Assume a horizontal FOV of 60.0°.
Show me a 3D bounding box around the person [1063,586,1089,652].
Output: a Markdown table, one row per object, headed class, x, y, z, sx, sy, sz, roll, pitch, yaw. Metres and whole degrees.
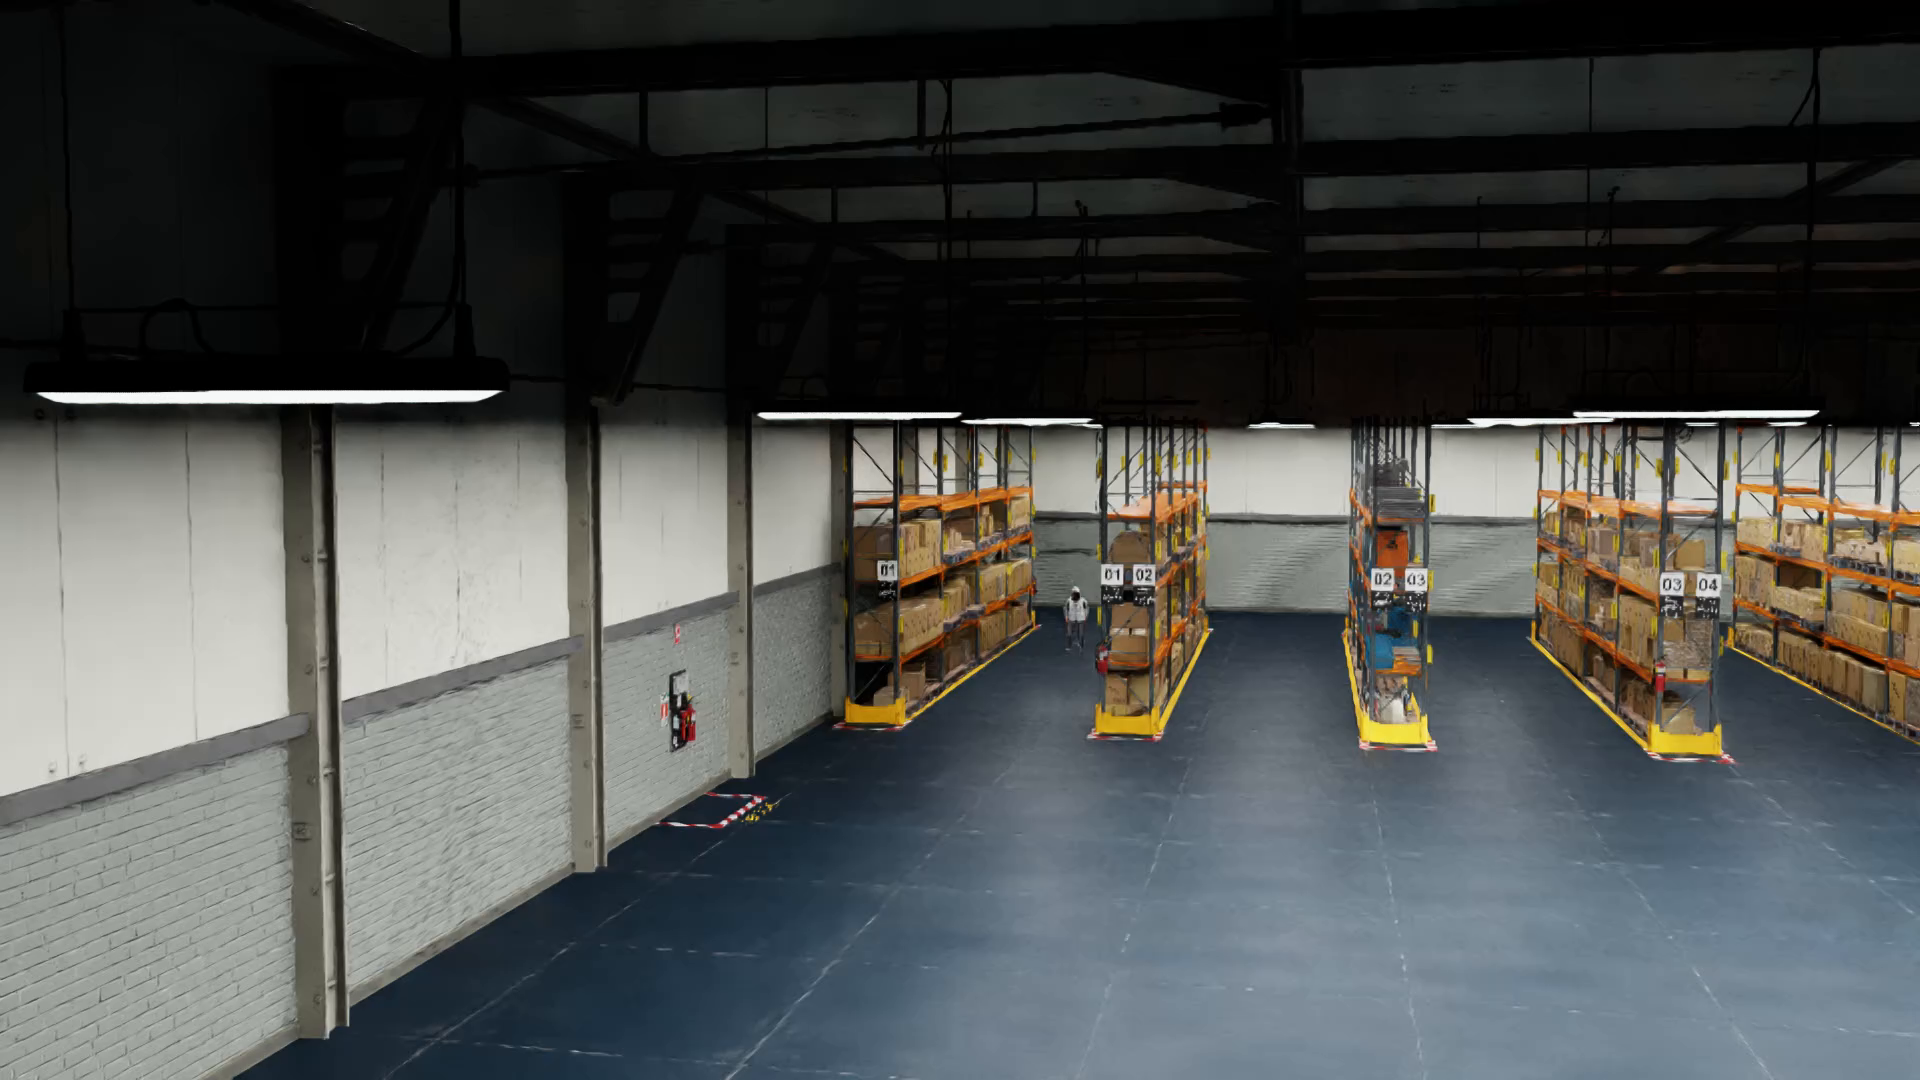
| class | x | y | z | sx | sy | sz | roll | pitch | yaw |
| --- | --- | --- | --- | --- | --- | --- | --- | --- | --- |
| person | 2.979 | 2.028 | 42.677 | 0.677 | 1.725 | 0.574 | 1 | 4 | 9 |
